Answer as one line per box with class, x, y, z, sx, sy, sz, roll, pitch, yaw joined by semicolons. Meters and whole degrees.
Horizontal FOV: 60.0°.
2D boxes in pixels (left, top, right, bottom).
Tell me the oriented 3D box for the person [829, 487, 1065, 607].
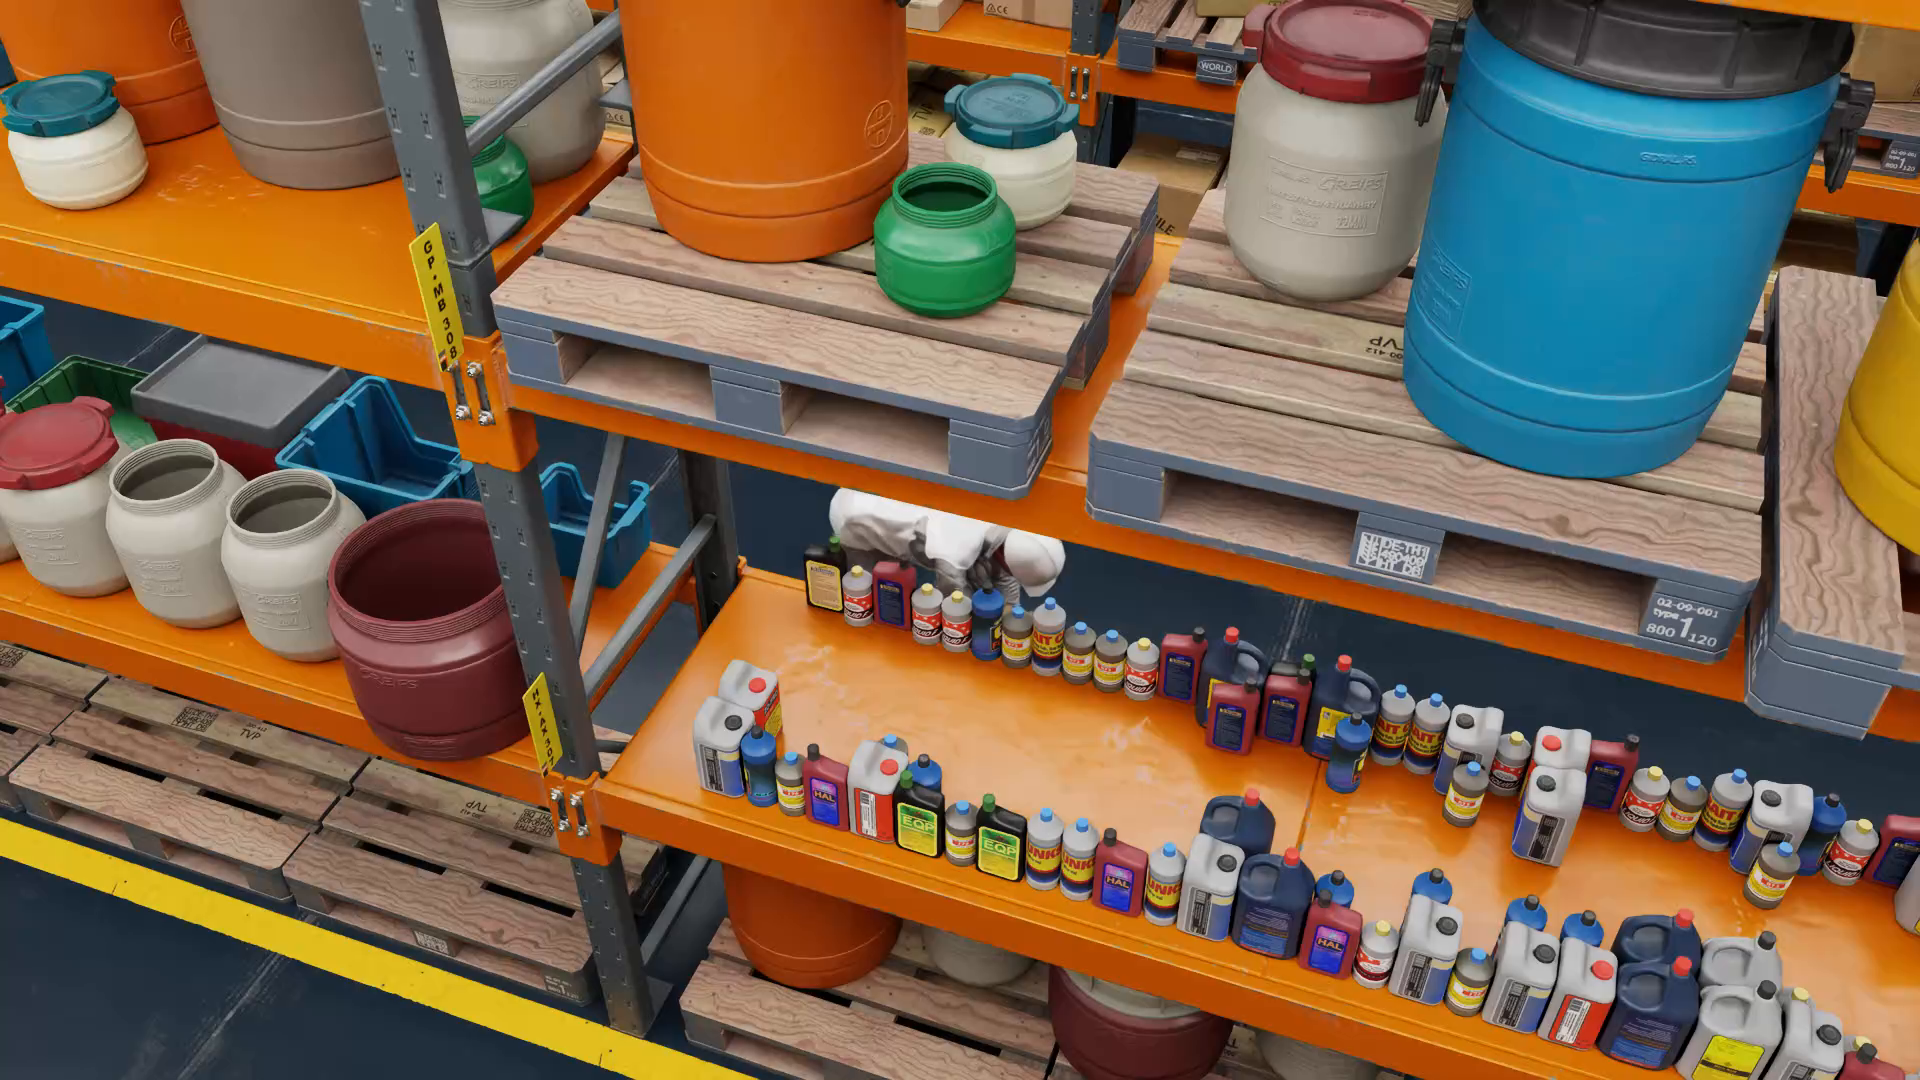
person;-0.037;0.200;6.473;0.999;1.032;0.512;28;48;28
